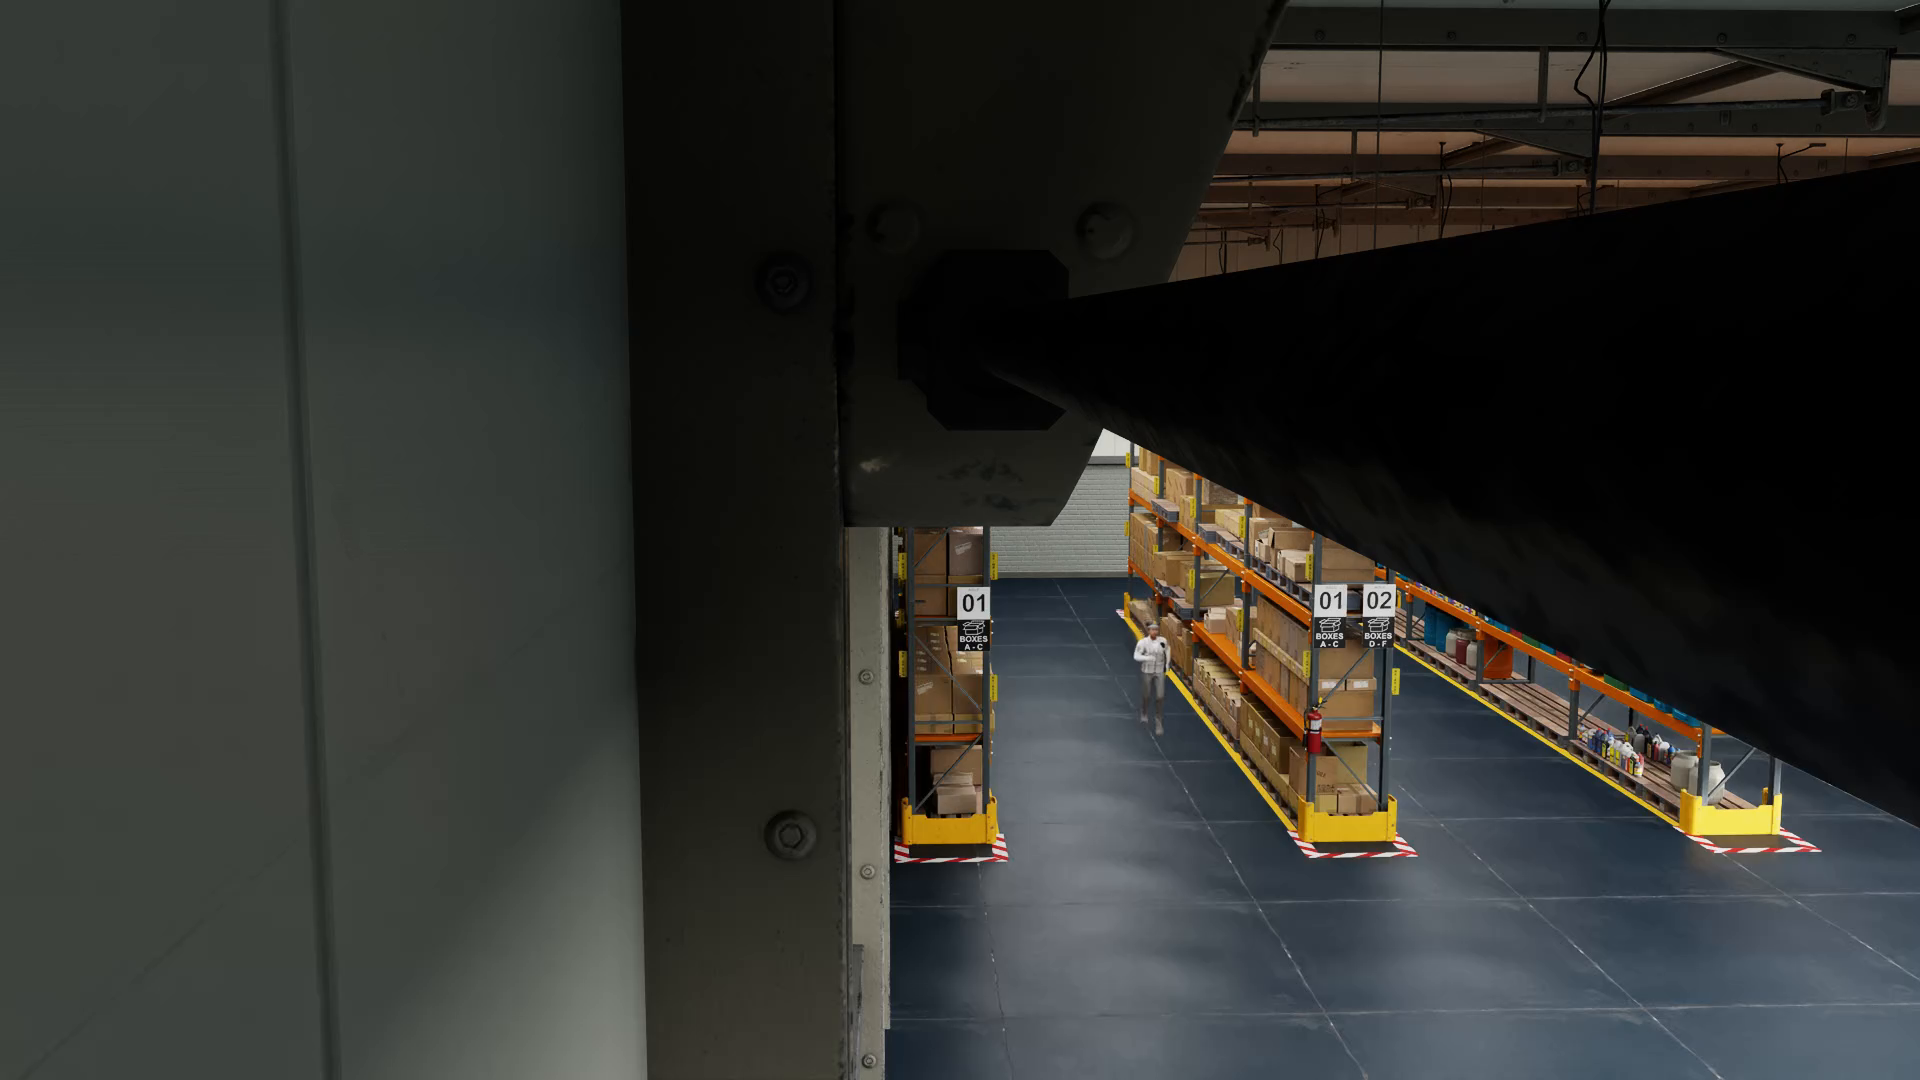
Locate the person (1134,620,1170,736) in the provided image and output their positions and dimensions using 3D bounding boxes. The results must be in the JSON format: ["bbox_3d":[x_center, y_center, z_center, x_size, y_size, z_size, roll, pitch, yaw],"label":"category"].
[{"bbox_3d":[2.969,2.085,25.735,0.612,1.743,0.805,0,7,-3],"label":"person"}]
